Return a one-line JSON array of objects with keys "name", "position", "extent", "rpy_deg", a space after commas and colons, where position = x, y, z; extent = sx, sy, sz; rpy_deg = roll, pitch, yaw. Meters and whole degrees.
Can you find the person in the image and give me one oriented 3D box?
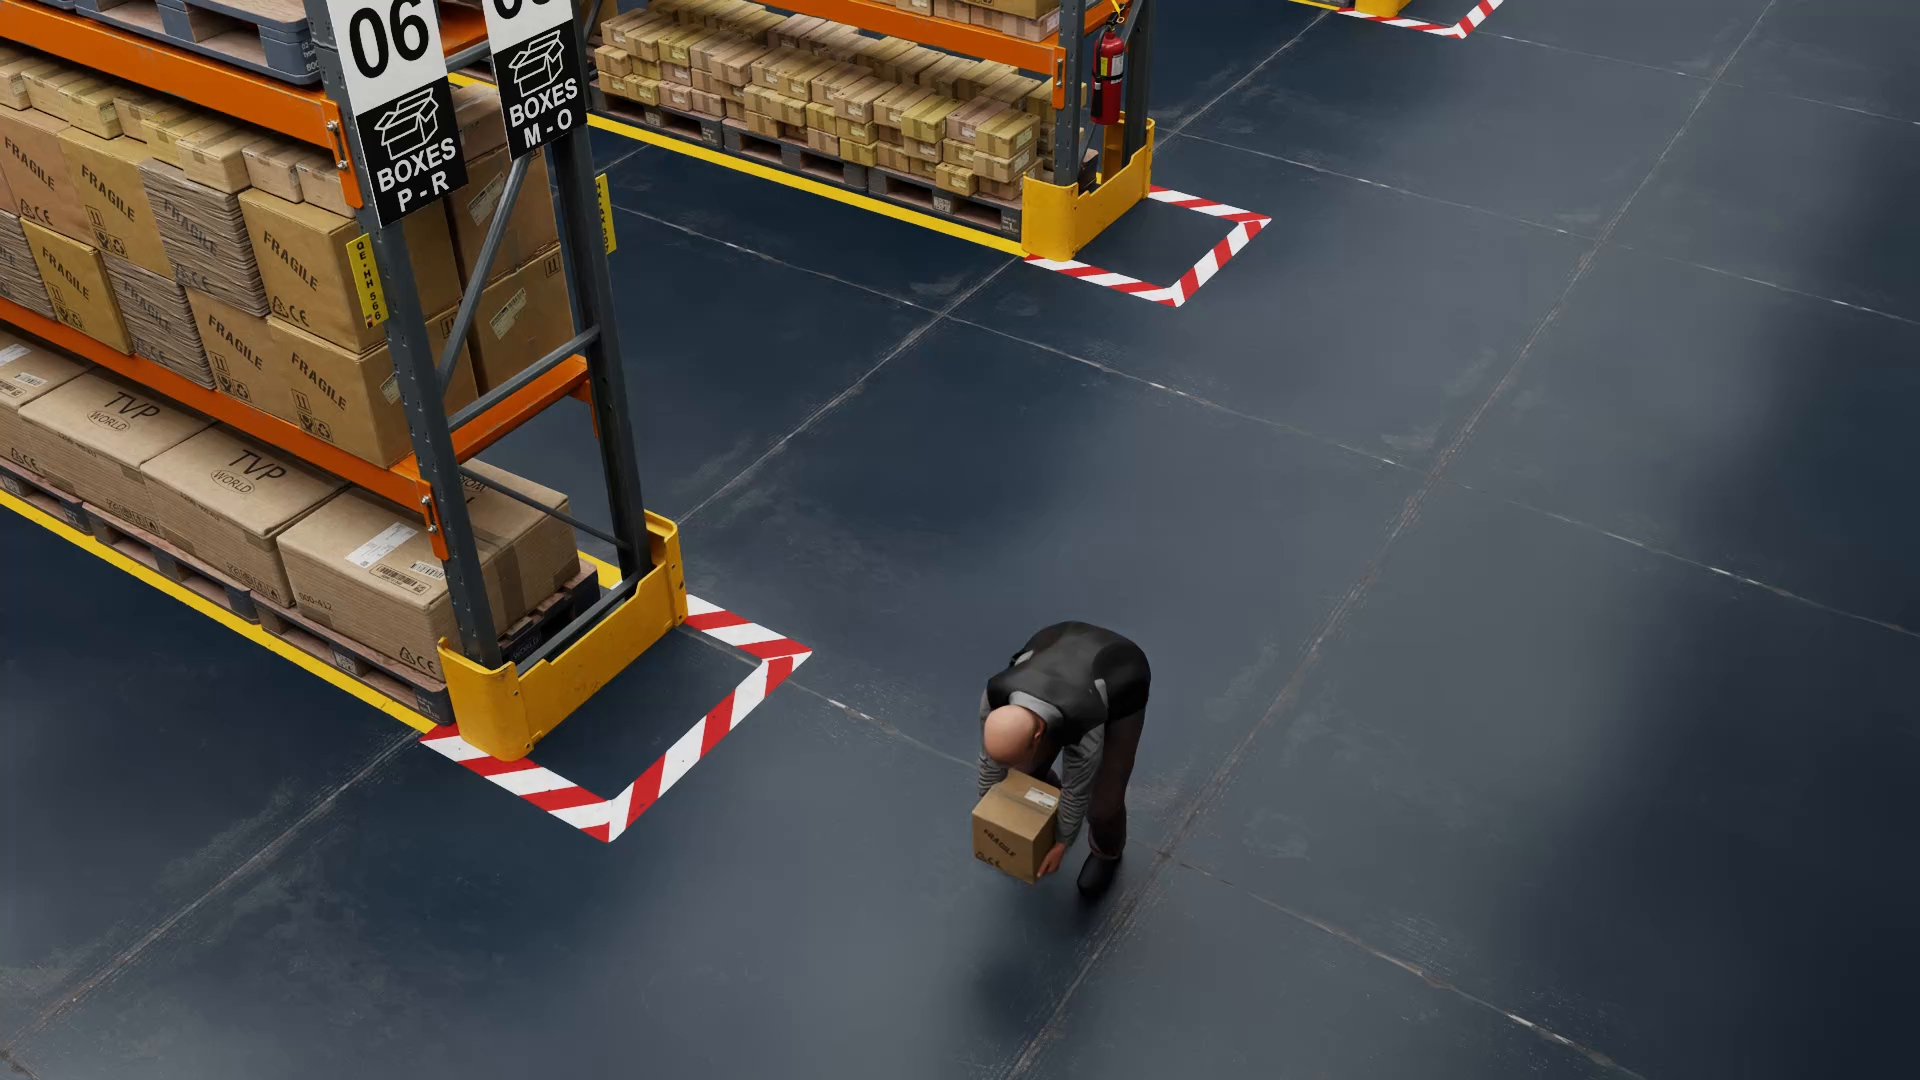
[{"name": "person", "position": [0.340, 0.855, 6.007], "extent": [0.476, 1.235, 0.918], "rpy_deg": [20, 42, 23]}]
